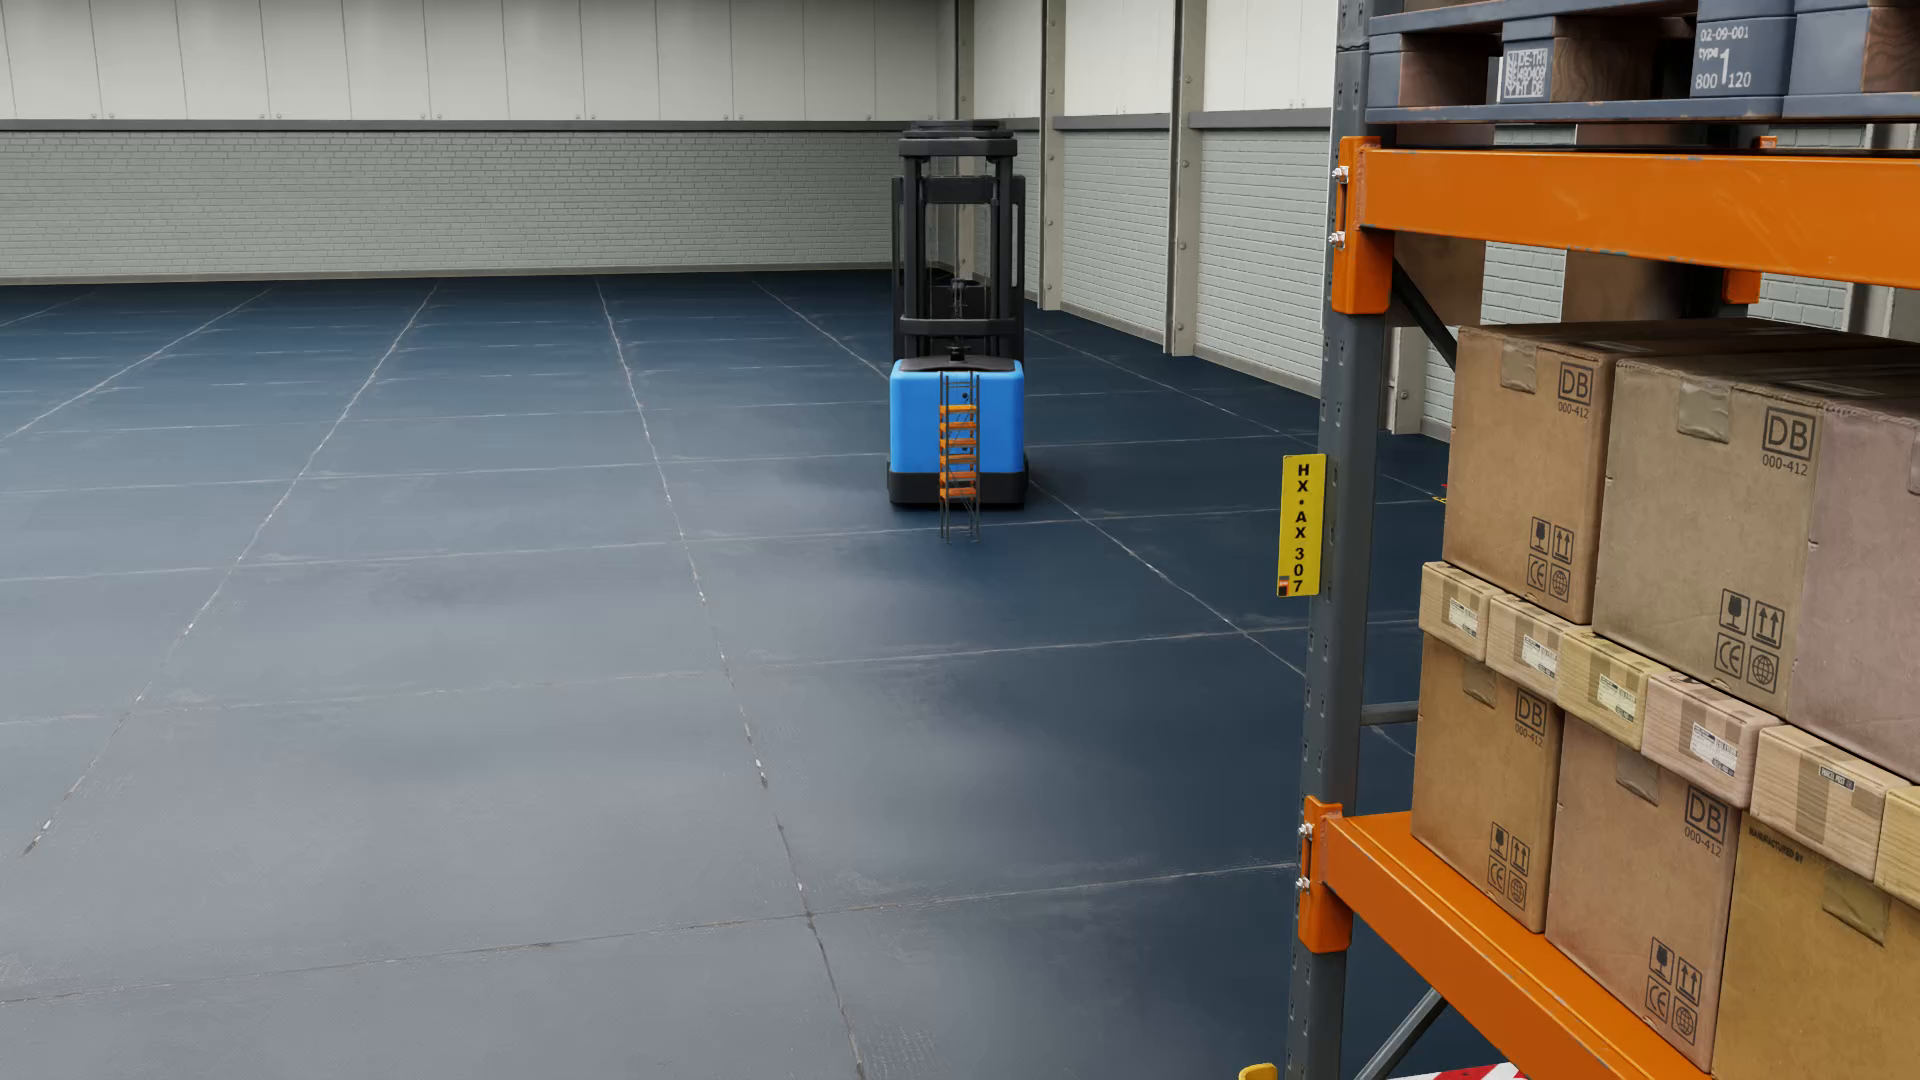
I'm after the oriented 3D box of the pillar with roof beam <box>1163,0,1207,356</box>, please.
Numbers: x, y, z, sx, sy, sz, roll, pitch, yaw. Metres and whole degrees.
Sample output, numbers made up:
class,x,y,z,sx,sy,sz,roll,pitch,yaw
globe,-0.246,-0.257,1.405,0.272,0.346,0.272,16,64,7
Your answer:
class,x,y,z,sx,sy,sz,roll,pitch,yaw
pillar with roof beam,-1.283,-6.593,19.952,9.100,9.000,0.400,-3,14,-13

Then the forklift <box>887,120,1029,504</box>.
class,x,y,z,sx,sy,sz,roll,pitch,yaw
forklift,-0.011,-1.995,13.916,1.130,2.935,3.031,0,14,0

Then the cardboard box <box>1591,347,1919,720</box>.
class,x,y,z,sx,sy,sz,roll,pitch,yaw
cardboard box,1.548,-0.039,2.824,0.700,0.500,0.500,-4,14,-15

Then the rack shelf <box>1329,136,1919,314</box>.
class,x,y,z,sx,sy,sz,roll,pitch,yaw
rack shelf,1.779,-0.249,1.820,1.077,0.370,4.000,-3,14,-13

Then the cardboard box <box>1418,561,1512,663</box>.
class,x,y,z,sx,sy,sz,roll,pitch,yaw
cardboard box,1.193,0.137,3.471,0.380,0.149,0.250,-3,14,-14

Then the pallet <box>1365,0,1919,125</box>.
class,x,y,z,sx,sy,sz,roll,pitch,yaw
pallet,1.451,-0.852,2.960,1.003,0.211,1.213,-3,14,-13

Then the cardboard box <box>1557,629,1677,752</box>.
class,x,y,z,sx,sy,sz,roll,pitch,yaw
cardboard box,1.314,0.255,2.986,0.380,0.149,0.250,-3,14,-13

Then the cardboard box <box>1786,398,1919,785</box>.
class,x,y,z,sx,sy,sz,roll,pitch,yaw
cardboard box,1.667,0.077,2.348,0.700,0.500,0.500,-3,14,-13

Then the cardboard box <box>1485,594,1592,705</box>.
class,x,y,z,sx,sy,sz,roll,pitch,yaw
cardboard box,1.257,0.197,3.222,0.380,0.149,0.250,-4,14,-15

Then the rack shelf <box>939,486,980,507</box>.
class,x,y,z,sx,sy,sz,roll,pitch,yaw
rack shelf,-0.003,-0.310,11.866,0.258,0.103,0.180,-3,14,-13

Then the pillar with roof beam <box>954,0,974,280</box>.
class,x,y,z,sx,sy,sz,roll,pitch,yaw
pillar with roof beam,-4.101,-9.361,31.283,9.100,9.000,0.400,-3,14,-13

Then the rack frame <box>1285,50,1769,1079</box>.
class,x,y,z,sx,sy,sz,roll,pitch,yaw
rack frame,1.310,0.398,3.979,1.000,3.000,0.127,-3,14,-13

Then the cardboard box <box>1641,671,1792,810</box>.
class,x,y,z,sx,sy,sz,roll,pitch,yaw
cardboard box,1.372,0.313,2.747,0.380,0.149,0.250,-4,14,-14

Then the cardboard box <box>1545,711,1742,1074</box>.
class,x,y,z,sx,sy,sz,roll,pitch,yaw
cardboard box,1.535,0.578,3.029,0.700,0.500,0.500,-3,14,-12

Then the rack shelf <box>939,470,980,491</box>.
class,x,y,z,sx,sy,sz,roll,pitch,yaw
rack shelf,-0.003,-0.426,11.837,0.258,0.103,0.180,-3,14,-13

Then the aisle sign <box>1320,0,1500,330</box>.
class,x,y,z,sx,sy,sz,roll,pitch,yaw
aisle sign,0.997,-0.863,3.663,0.394,0.787,0.004,-3,14,-13

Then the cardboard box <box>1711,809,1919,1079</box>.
class,x,y,z,sx,sy,sz,roll,pitch,yaw
cardboard box,1.646,0.693,2.558,0.700,0.500,0.500,-3,14,-13

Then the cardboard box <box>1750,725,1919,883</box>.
class,x,y,z,sx,sy,sz,roll,pitch,yaw
cardboard box,1.437,0.375,2.496,0.380,0.149,0.250,-4,14,-15

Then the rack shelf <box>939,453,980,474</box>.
class,x,y,z,sx,sy,sz,roll,pitch,yaw
rack shelf,-0.003,-0.543,11.809,0.258,0.103,0.180,-3,14,-13

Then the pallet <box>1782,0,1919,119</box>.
class,x,y,z,sx,sy,sz,roll,pitch,yaw
pallet,1.741,-0.570,1.806,1.003,0.211,1.213,-3,14,-13

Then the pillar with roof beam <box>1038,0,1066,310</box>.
class,x,y,z,sx,sy,sz,roll,pitch,yaw
pillar with roof beam,-2.692,-7.977,25.617,9.100,9.000,0.400,-3,14,-13

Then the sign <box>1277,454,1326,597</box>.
class,x,y,z,sx,sy,sz,roll,pitch,yaw
sign,0.769,-0.032,3.746,0.100,0.325,0.005,-3,14,-13

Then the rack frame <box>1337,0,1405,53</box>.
class,x,y,z,sx,sy,sz,roll,pitch,yaw
rack frame,1.310,-2.517,3.267,1.000,3.000,0.127,-3,14,-13

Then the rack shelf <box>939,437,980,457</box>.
class,x,y,z,sx,sy,sz,roll,pitch,yaw
rack shelf,-0.003,-0.660,11.780,0.258,0.103,0.180,-3,14,-13

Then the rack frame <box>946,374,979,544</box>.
class,x,y,z,sx,sy,sz,roll,pitch,yaw
rack frame,0.018,-0.565,11.712,0.240,1.200,0.006,-3,14,-13

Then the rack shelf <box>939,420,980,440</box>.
class,x,y,z,sx,sy,sz,roll,pitch,yaw
rack shelf,-0.003,-0.776,11.752,0.258,0.103,0.180,-3,14,-13

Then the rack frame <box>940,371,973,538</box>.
class,x,y,z,sx,sy,sz,roll,pitch,yaw
rack frame,-0.025,-0.607,11.885,0.240,1.200,0.006,-3,14,-13

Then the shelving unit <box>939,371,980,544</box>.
class,x,y,z,sx,sy,sz,roll,pitch,yaw
shelving unit,-0.003,-0.586,11.798,0.258,1.200,0.189,-3,14,-13

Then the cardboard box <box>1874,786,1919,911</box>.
class,x,y,z,sx,sy,sz,roll,pitch,yaw
cardboard box,1.497,0.434,2.255,0.380,0.149,0.250,-3,14,-14

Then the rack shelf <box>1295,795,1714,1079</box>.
class,x,y,z,sx,sy,sz,roll,pitch,yaw
rack shelf,1.779,1.209,2.176,1.077,0.370,4.000,-3,14,-13

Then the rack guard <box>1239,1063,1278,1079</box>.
class,x,y,z,sx,sy,sz,roll,pitch,yaw
rack guard,1.304,1.606,4.298,1.175,0.500,0.348,-3,14,-13

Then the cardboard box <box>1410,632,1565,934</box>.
class,x,y,z,sx,sy,sz,roll,pitch,yaw
cardboard box,1.407,0.458,3.523,0.700,0.500,0.500,-3,14,-13

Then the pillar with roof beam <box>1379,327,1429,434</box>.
class,x,y,z,sx,sy,sz,roll,pitch,yaw
pillar with roof beam,0.126,-5.209,14.286,9.100,9.000,0.400,-3,14,-13

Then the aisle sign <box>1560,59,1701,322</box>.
class,x,y,z,sx,sy,sz,roll,pitch,yaw
aisle sign,1.580,-0.897,3.800,0.394,0.787,0.004,-3,14,-13

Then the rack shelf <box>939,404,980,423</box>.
class,x,y,z,sx,sy,sz,roll,pitch,yaw
rack shelf,-0.003,-0.893,11.723,0.258,0.103,0.180,-3,14,-13

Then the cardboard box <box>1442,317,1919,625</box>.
class,x,y,z,sx,sy,sz,roll,pitch,yaw
cardboard box,1.419,-0.160,3.319,0.700,0.500,0.500,-3,14,-13

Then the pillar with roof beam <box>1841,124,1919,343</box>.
class,x,y,z,sx,sy,sz,roll,pitch,yaw
pillar with roof beam,1.535,-3.825,8.620,9.100,9.000,0.400,-3,14,-13
